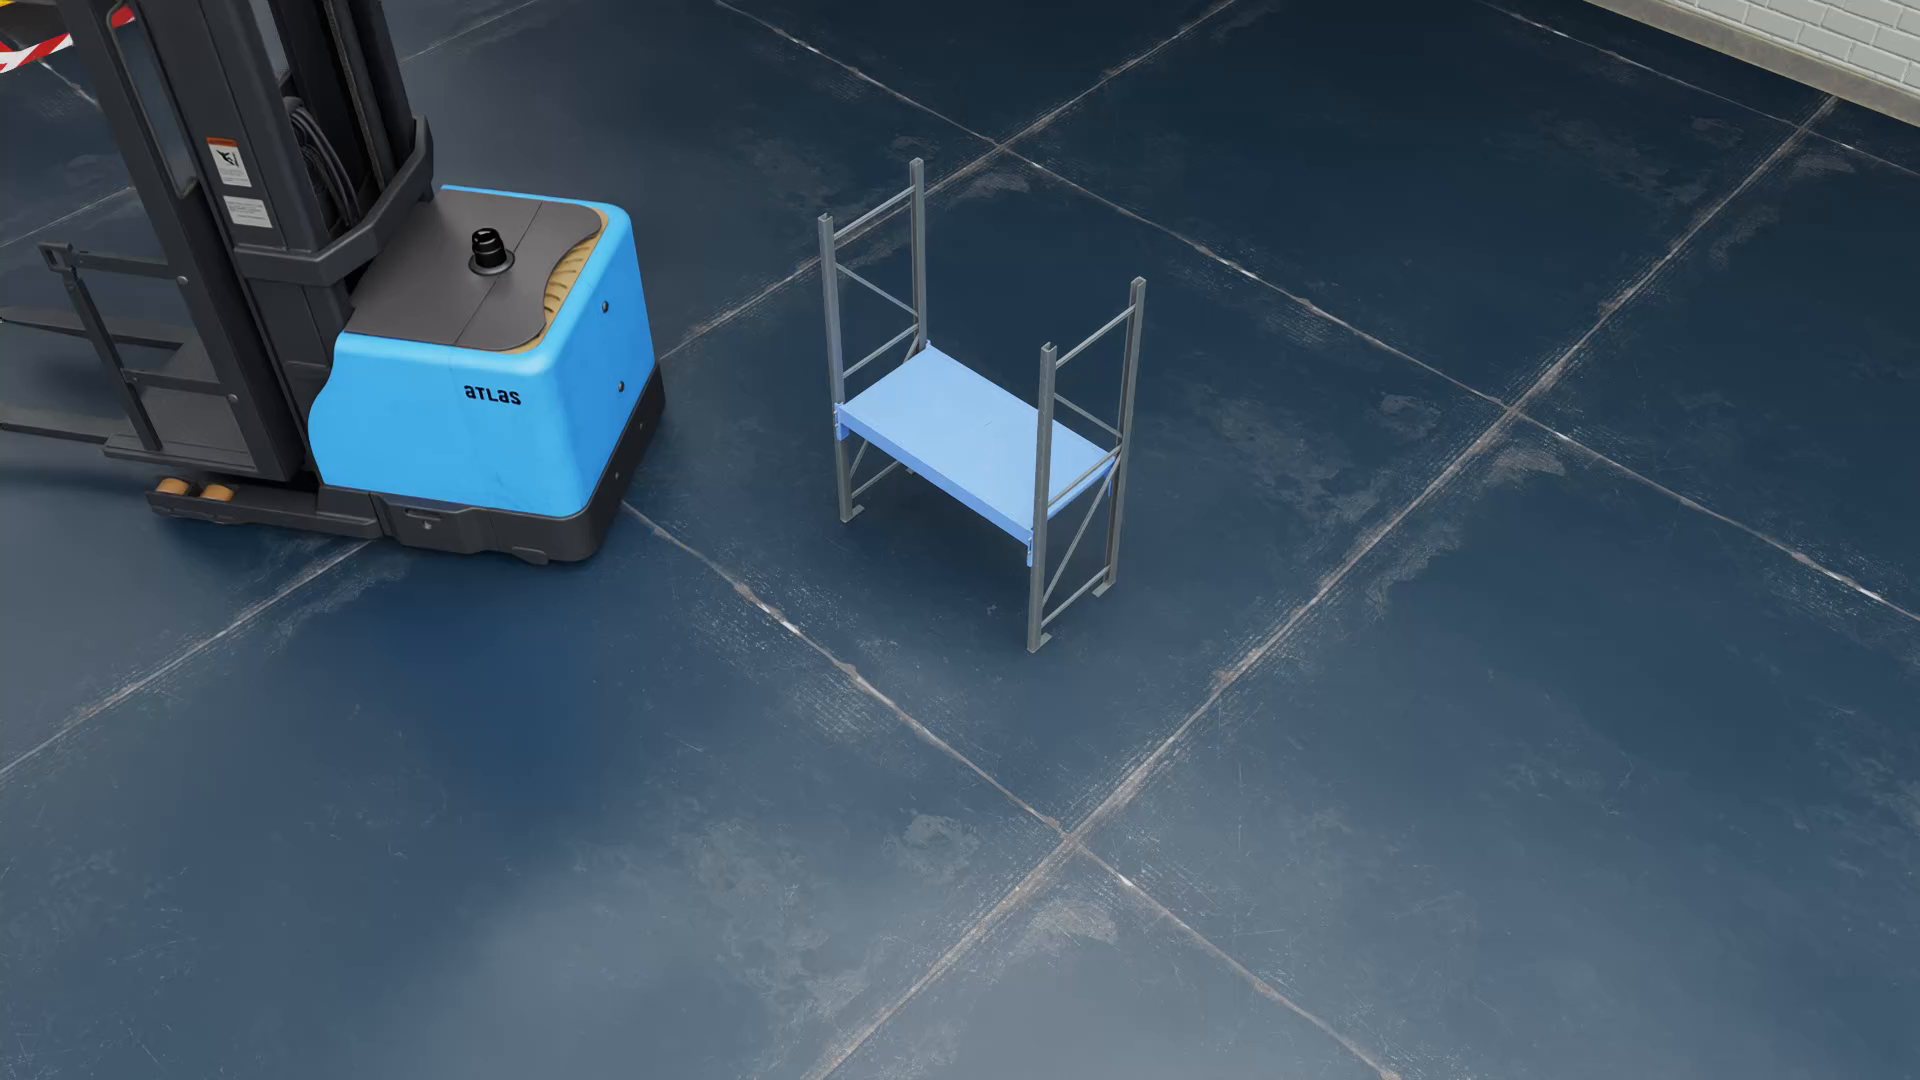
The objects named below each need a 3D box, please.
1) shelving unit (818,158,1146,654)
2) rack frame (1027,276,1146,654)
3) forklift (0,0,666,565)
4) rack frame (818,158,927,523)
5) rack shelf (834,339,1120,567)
[{"bbox_3d":[0.063,-0.471,6.164,1.048,1.500,0.538,34,55,28],"label":"shelving unit"},{"bbox_3d":[0.436,-0.220,5.928,0.032,1.500,0.500,34,55,28],"label":"rack frame"},{"bbox_3d":[-2.844,-1.438,6.090,3.031,2.935,1.130,8,47,7],"label":"forklift"},{"bbox_3d":[-0.311,-0.723,6.400,0.032,1.500,0.500,34,55,28],"label":"rack frame"},{"bbox_3d":[0.063,-0.348,6.295,1.000,0.185,0.538,34,55,28],"label":"rack shelf"}]
